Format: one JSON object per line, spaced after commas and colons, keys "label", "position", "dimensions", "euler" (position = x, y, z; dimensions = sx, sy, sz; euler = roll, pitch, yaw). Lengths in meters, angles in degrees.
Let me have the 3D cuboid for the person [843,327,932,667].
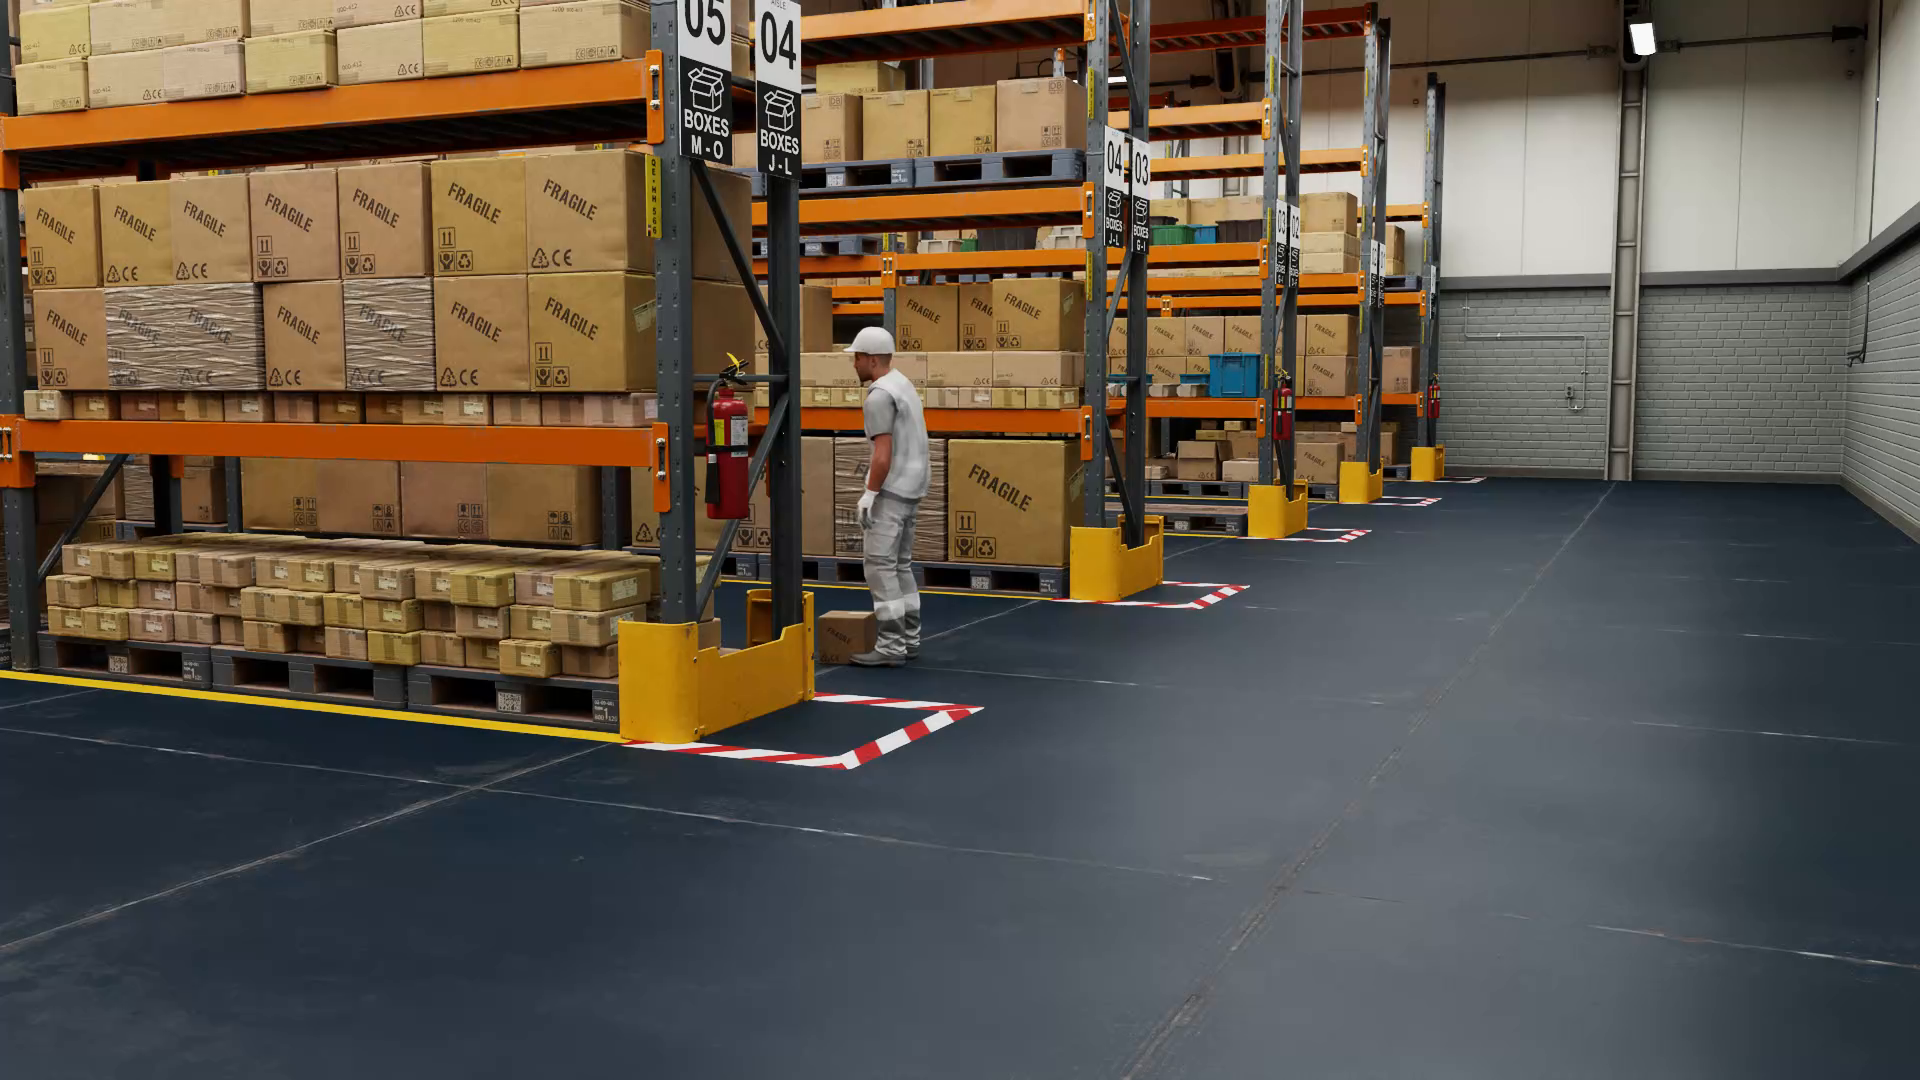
{"label": "person", "position": [-0.389, -0.231, 8.801], "dimensions": [0.453, 1.779, 0.621], "euler": [2, 6, 15]}
